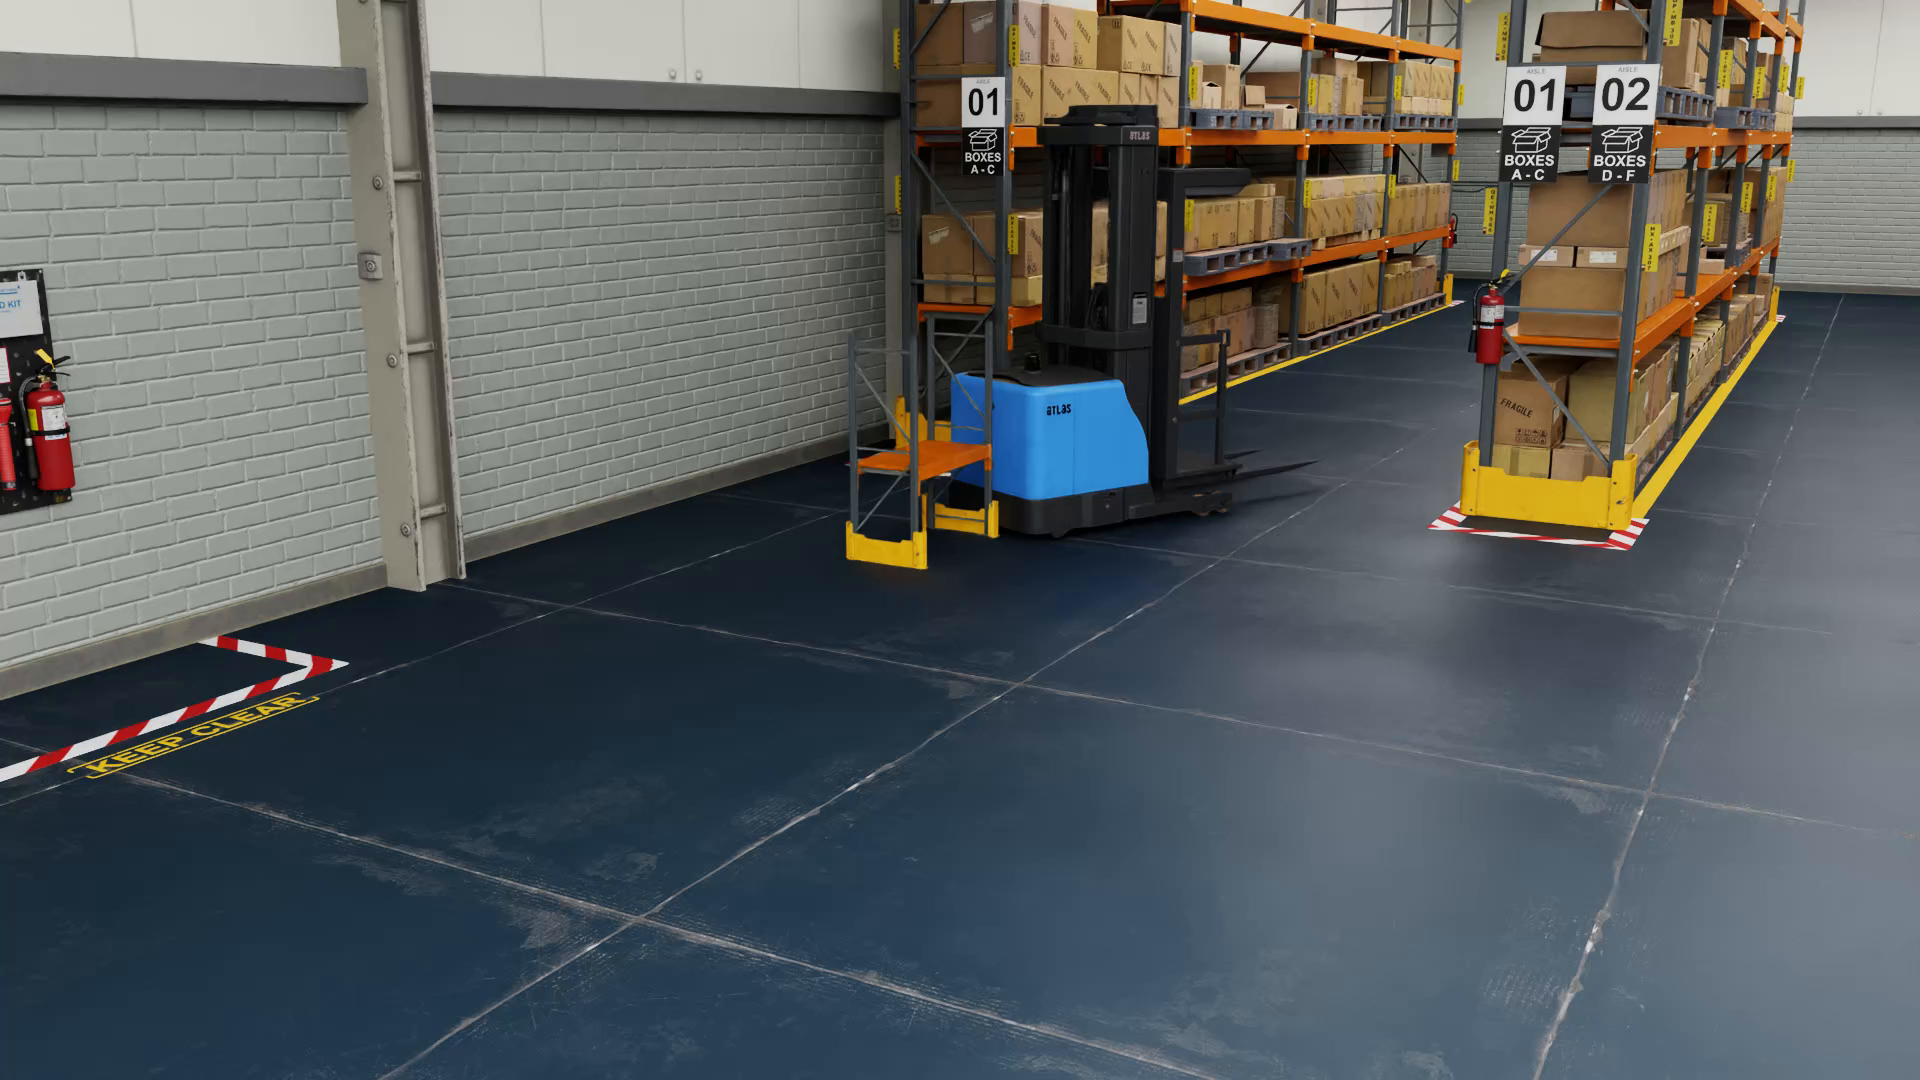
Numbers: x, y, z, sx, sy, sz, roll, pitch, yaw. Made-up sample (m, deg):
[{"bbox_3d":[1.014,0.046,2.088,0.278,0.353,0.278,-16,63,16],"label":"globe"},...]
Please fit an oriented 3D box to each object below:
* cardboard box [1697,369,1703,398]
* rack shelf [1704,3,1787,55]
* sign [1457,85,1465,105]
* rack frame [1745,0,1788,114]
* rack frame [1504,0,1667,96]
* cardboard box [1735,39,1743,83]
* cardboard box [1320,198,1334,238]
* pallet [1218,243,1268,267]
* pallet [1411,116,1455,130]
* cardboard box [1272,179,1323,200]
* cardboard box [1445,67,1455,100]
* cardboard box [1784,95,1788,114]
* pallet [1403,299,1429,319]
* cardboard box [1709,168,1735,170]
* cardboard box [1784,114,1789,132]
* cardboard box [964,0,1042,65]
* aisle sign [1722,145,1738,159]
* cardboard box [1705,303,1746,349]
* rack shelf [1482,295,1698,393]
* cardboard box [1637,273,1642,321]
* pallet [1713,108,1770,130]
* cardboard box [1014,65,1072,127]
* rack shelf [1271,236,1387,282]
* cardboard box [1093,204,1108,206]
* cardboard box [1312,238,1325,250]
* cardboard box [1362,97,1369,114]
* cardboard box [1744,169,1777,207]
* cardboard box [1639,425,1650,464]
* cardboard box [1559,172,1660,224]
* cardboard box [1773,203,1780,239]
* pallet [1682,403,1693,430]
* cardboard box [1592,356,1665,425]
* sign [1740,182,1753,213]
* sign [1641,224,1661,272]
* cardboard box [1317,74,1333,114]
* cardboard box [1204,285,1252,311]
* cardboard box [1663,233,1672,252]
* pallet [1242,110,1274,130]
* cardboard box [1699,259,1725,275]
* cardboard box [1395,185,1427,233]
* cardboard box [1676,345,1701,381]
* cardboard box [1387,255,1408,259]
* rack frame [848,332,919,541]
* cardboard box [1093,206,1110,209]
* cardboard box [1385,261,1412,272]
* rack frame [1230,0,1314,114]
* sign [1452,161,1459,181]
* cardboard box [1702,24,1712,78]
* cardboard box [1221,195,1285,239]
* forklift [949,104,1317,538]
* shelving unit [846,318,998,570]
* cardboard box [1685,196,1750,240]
[{"bbox_3d":[7.142,-1.581,16.663,0.500,0.250,0.500,7,15,26],"label":"cardboard box"},{"bbox_3d":[9.135,-6.051,19.821,1.077,0.370,4.000,7,15,28],"label":"rack shelf"},{"bbox_3d":[8.165,-7.256,27.110,0.100,0.325,0.005,7,15,28],"label":"sign"},{"bbox_3d":[10.101,-7.005,21.391,1.000,3.000,0.127,7,15,28],"label":"rack frame"},{"bbox_3d":[4.300,-4.544,11.179,1.000,3.000,0.127,7,15,28],"label":"rack frame"},{"bbox_3d":[8.631,-5.455,19.012,0.500,0.500,0.500,7,15,28],"label":"cardboard box"},{"bbox_3d":[4.550,-4.209,21.701,0.500,0.500,0.500,8,16,30],"label":"cardboard box"},{"bbox_3d":[2.908,-3.325,19.334,1.003,0.211,1.213,7,15,28],"label":"pallet"},{"bbox_3d":[7.347,-6.732,26.846,1.003,0.211,1.213,7,15,28],"label":"pallet"},{"bbox_3d":[4.289,-4.466,21.168,0.500,0.250,0.500,8,16,29],"label":"cardboard box"},{"bbox_3d":[7.582,-7.292,26.589,0.500,0.500,0.500,7,15,28],"label":"cardboard box"},{"bbox_3d":[11.287,-6.096,23.271,0.500,0.250,0.500,7,15,28],"label":"cardboard box"},{"bbox_3d":[6.788,-3.692,26.399,1.003,0.211,1.213,7,15,28],"label":"pallet"},{"bbox_3d":[10.608,-4.966,23.384,0.500,0.500,0.500,8,15,28],"label":"cardboard box"},{"bbox_3d":[11.536,-5.954,23.751,0.500,0.250,0.500,7,15,28],"label":"cardboard box"},{"bbox_3d":[0.361,-4.242,13.938,0.500,0.500,0.500,6,15,24],"label":"cardboard box"},{"bbox_3d":[11.811,-6.221,25.390,0.394,0.787,0.004,7,15,28],"label":"aisle sign"},{"bbox_3d":[9.381,-2.646,20.504,0.500,0.500,0.500,7,15,26],"label":"cardboard box"},{"bbox_3d":[5.267,-1.688,13.669,1.077,0.370,4.000,7,15,28],"label":"rack shelf"},{"bbox_3d":[4.787,-1.878,12.711,0.700,0.500,0.500,8,16,29],"label":"cardboard box"},{"bbox_3d":[7.918,-4.485,17.741,1.213,0.211,1.003,8,16,31],"label":"pallet"},{"bbox_3d":[0.634,-3.851,14.449,0.500,0.500,0.500,9,16,32],"label":"cardboard box"},{"bbox_3d":[4.796,-3.889,22.802,1.077,0.370,4.000,7,15,28],"label":"rack shelf"},{"bbox_3d":[1.232,-3.131,16.798,0.500,0.500,0.500,7,15,28],"label":"cardboard box"},{"bbox_3d":[4.523,-3.853,21.610,0.380,0.149,0.250,8,16,30],"label":"cardboard box"},{"bbox_3d":[5.889,-6.455,24.717,0.500,0.250,0.500,8,15,29],"label":"cardboard box"},{"bbox_3d":[10.824,-4.794,22.674,0.500,0.500,0.500,7,15,26],"label":"cardboard box"},{"bbox_3d":[5.235,-0.785,13.360,0.500,0.250,0.500,7,15,28],"label":"cardboard box"},{"bbox_3d":[5.055,-2.624,13.034,0.700,0.500,0.500,7,15,28],"label":"cardboard box"},{"bbox_3d":[11.563,-4.627,24.113,0.500,0.500,0.500,8,15,28],"label":"cardboard box"},{"bbox_3d":[6.556,-1.248,16.259,1.003,0.211,1.213,7,15,28],"label":"pallet"},{"bbox_3d":[5.482,-1.251,13.695,0.500,0.500,0.500,7,15,28],"label":"cardboard box"},{"bbox_3d":[8.655,-3.769,18.297,0.100,0.325,0.005,7,15,28],"label":"sign"},{"bbox_3d":[4.783,-2.022,11.506,0.100,0.325,0.005,7,15,28],"label":"sign"},{"bbox_3d":[4.503,-5.882,21.980,0.700,0.500,0.500,8,16,31],"label":"cardboard box"},{"bbox_3d":[3.197,-2.929,20.076,0.500,0.250,0.500,8,16,29],"label":"cardboard box"},{"bbox_3d":[5.675,-2.471,13.787,0.380,0.149,0.250,8,16,30],"label":"cardboard box"},{"bbox_3d":[2.786,-4.703,18.641,1.213,0.211,1.003,7,15,28],"label":"pallet"},{"bbox_3d":[7.975,-2.930,17.825,0.380,0.149,0.250,7,15,28],"label":"cardboard box"},{"bbox_3d":[6.741,-5.204,26.081,0.980,0.700,0.700,7,15,25],"label":"cardboard box"},{"bbox_3d":[6.898,-1.746,16.152,0.500,0.311,0.500,7,15,27],"label":"cardboard box"},{"bbox_3d":[7.087,-4.564,27.117,0.380,0.149,0.250,7,15,28],"label":"cardboard box"},{"bbox_3d":[-0.493,-0.572,10.707,0.500,1.500,0.032,7,15,28],"label":"rack frame"},{"bbox_3d":[1.449,-2.972,16.140,0.500,0.500,0.500,7,15,26],"label":"cardboard box"},{"bbox_3d":[6.792,-4.252,25.825,0.380,0.149,0.250,7,15,26],"label":"cardboard box"},{"bbox_3d":[3.830,-6.745,20.312,1.000,3.000,0.127,7,15,28],"label":"rack frame"},{"bbox_3d":[8.165,-6.084,27.393,0.100,0.325,0.005,7,15,28],"label":"sign"},{"bbox_3d":[6.822,-4.643,15.817,0.500,0.500,0.500,9,16,33],"label":"cardboard box"},{"bbox_3d":[3.611,-3.994,20.547,0.700,0.500,0.500,5,15,21],"label":"cardboard box"},{"bbox_3d":[1.411,-1.689,12.284,3.031,2.935,1.130,-10,17,-35],"label":"forklift"},{"bbox_3d":[-0.243,-0.678,11.147,0.587,1.500,1.083,7,15,28],"label":"shelving unit"},{"bbox_3d":[9.301,-3.972,20.501,0.700,0.500,0.500,3,14,14],"label":"cardboard box"}]
